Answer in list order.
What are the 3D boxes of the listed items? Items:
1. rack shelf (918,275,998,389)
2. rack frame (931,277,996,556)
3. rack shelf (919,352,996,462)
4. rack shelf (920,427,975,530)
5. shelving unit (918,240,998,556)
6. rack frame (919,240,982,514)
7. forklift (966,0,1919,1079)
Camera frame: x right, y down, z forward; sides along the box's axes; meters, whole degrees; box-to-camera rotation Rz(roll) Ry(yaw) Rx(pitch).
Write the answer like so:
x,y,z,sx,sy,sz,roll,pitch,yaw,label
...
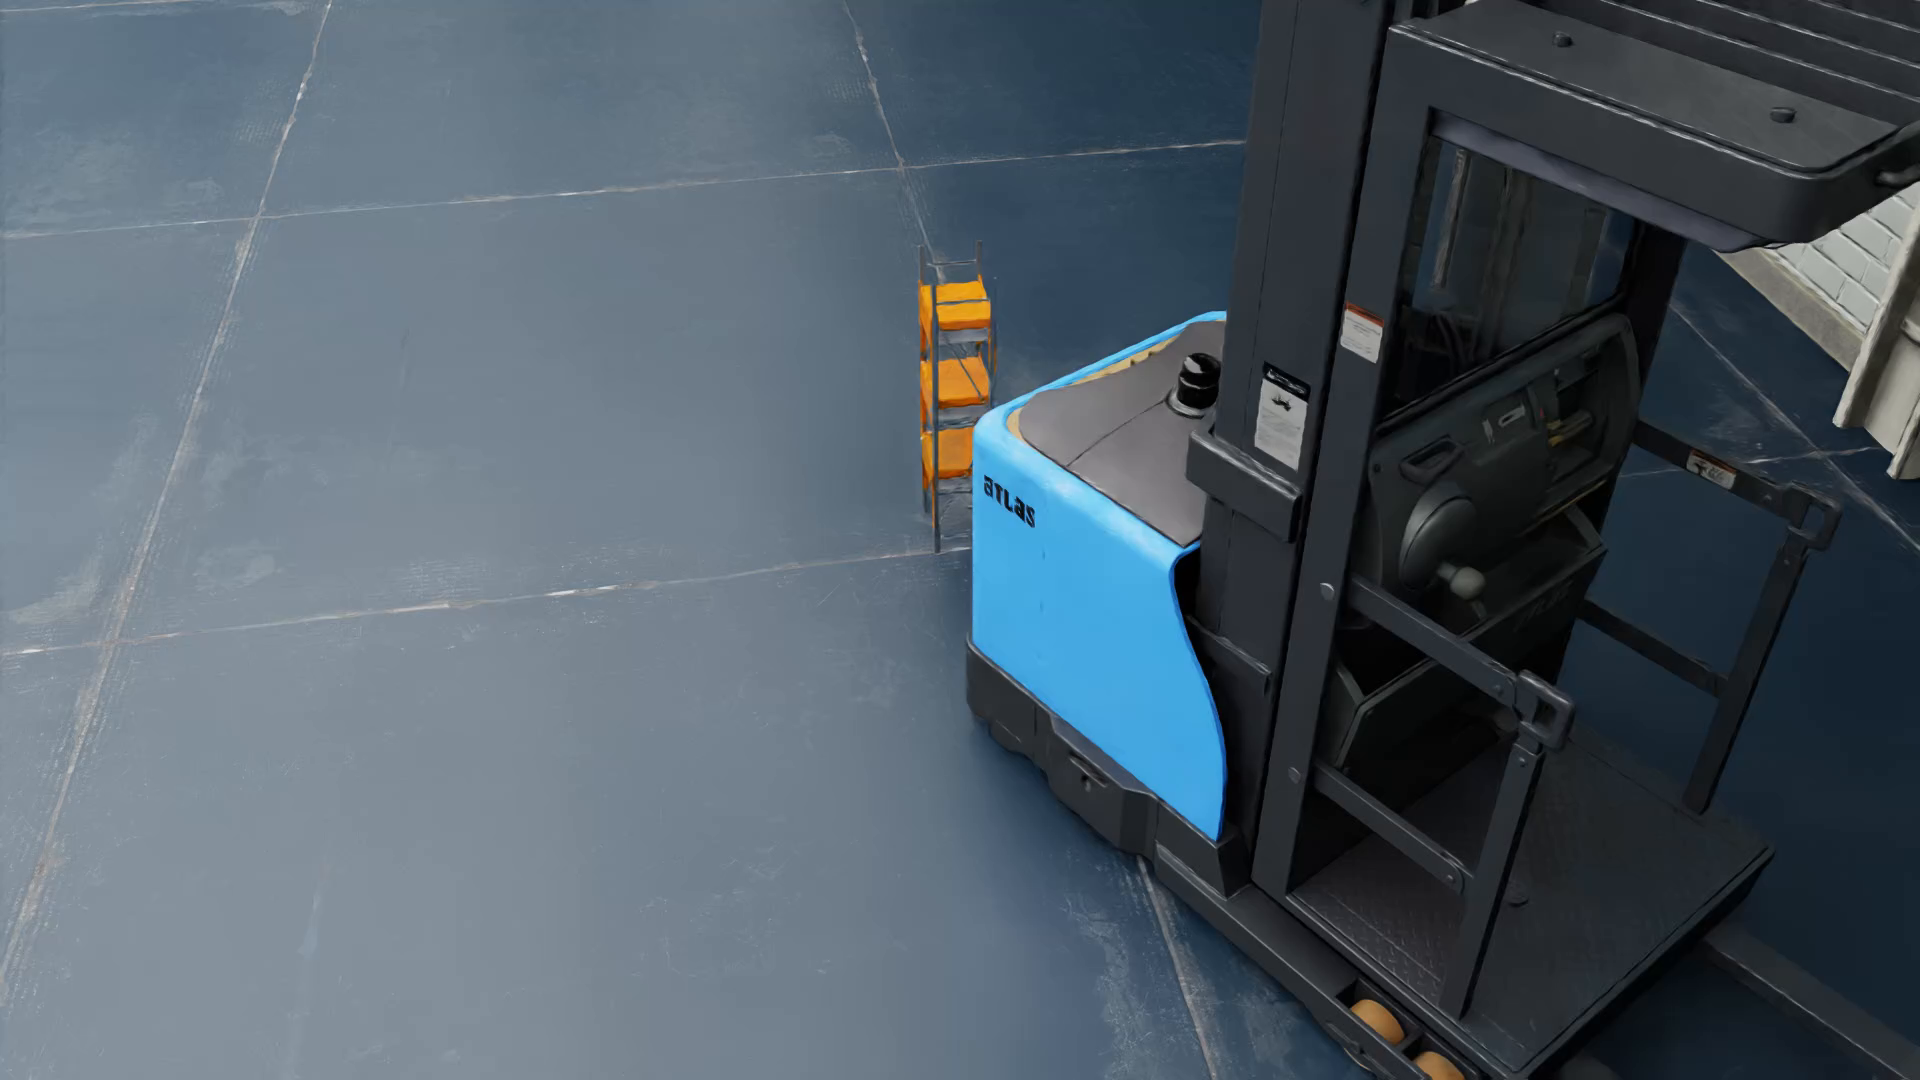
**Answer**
x,y,z,sx,sy,sz,roll,pitch,yaw,label
-0.009,-0.663,5.302,0.215,0.259,0.240,-6,38,-8,rack shelf
0.012,-0.373,5.375,0.200,1.050,0.008,-6,38,-8,rack frame
-0.009,-0.439,5.476,0.215,0.259,0.240,-6,38,-8,rack shelf
-0.009,-0.219,5.647,0.215,0.259,0.240,-6,38,-8,rack shelf
-0.009,-0.447,5.470,0.215,1.050,0.252,-6,38,-8,shelving unit
-0.031,-0.521,5.564,0.200,1.050,0.008,-6,38,-8,rack frame
1.337,-0.120,3.516,1.130,2.935,3.031,-27,45,-30,forklift
